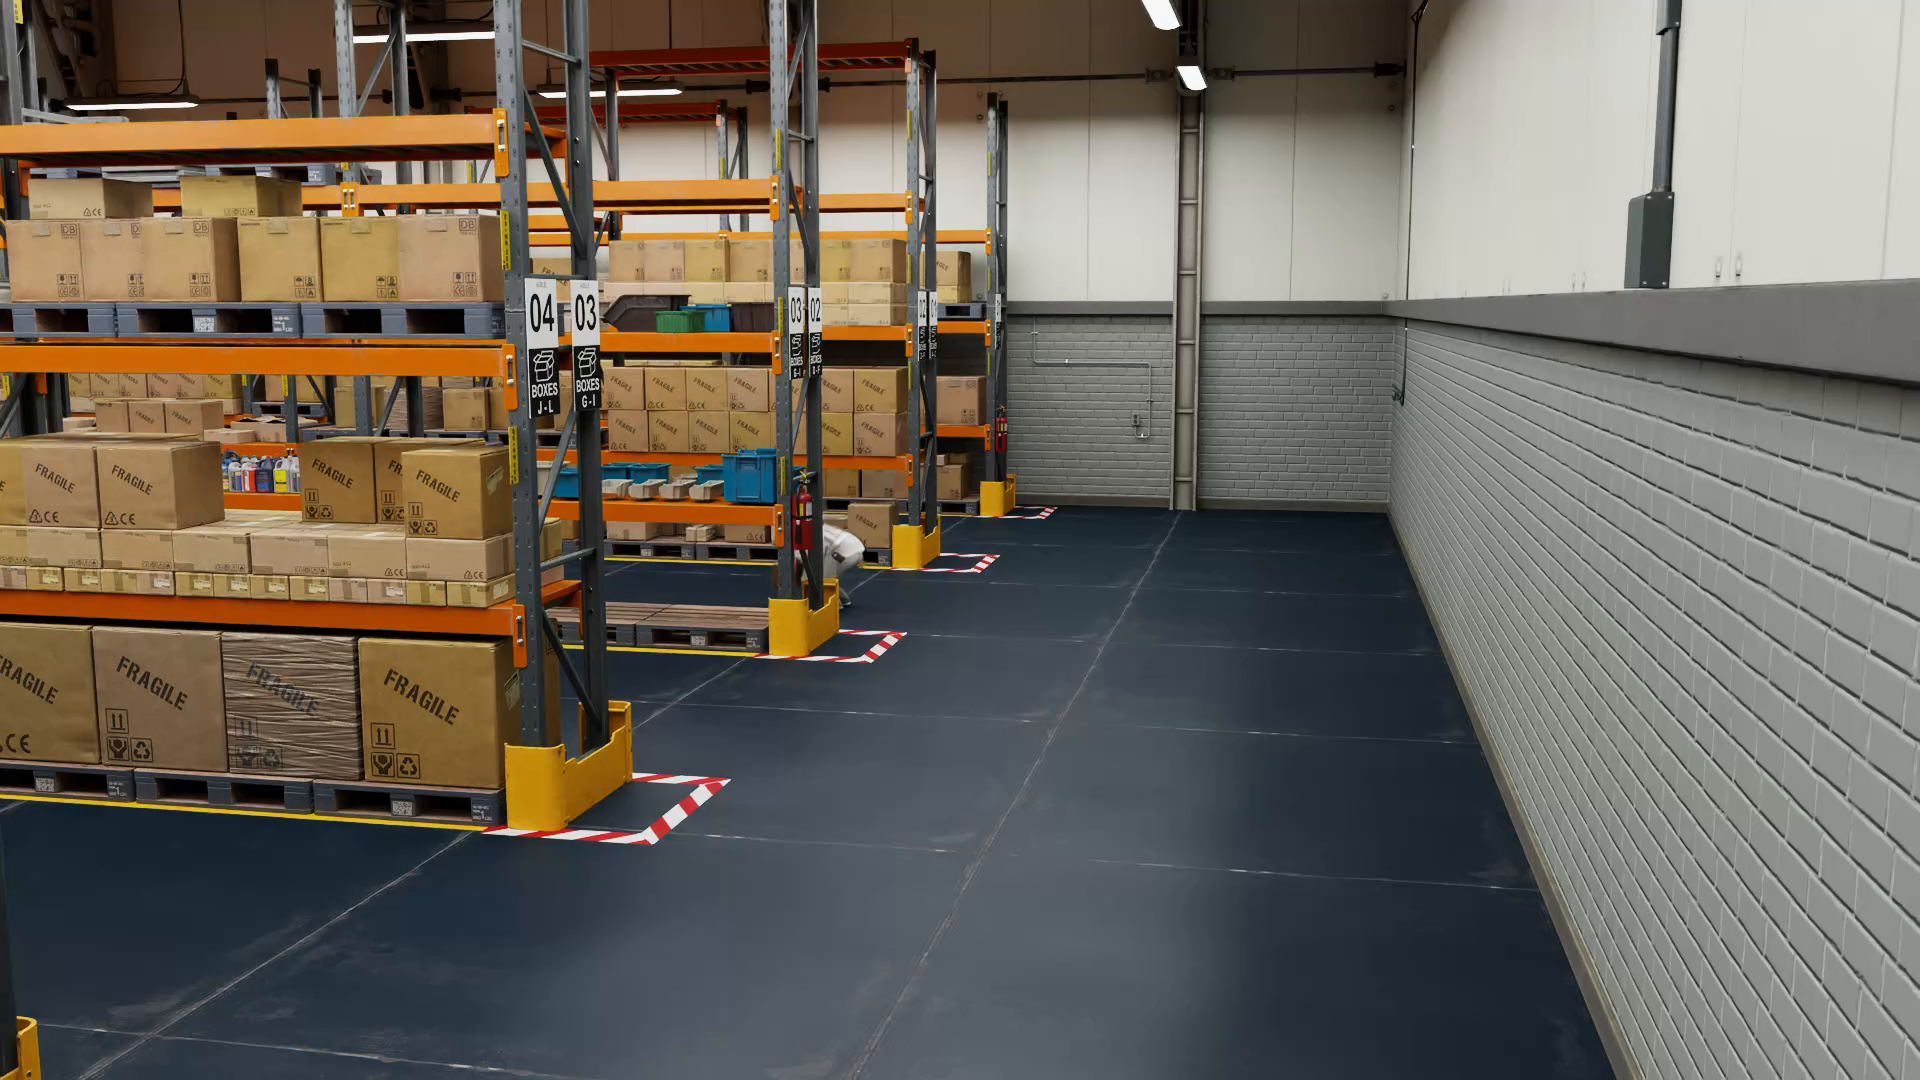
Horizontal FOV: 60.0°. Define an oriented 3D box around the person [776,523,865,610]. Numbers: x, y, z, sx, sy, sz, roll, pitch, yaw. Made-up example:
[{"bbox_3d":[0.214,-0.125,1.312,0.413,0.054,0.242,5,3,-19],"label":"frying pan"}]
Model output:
[{"bbox_3d":[-1.414,0.226,16.814,0.883,0.948,0.513,1,8,10],"label":"person"}]
